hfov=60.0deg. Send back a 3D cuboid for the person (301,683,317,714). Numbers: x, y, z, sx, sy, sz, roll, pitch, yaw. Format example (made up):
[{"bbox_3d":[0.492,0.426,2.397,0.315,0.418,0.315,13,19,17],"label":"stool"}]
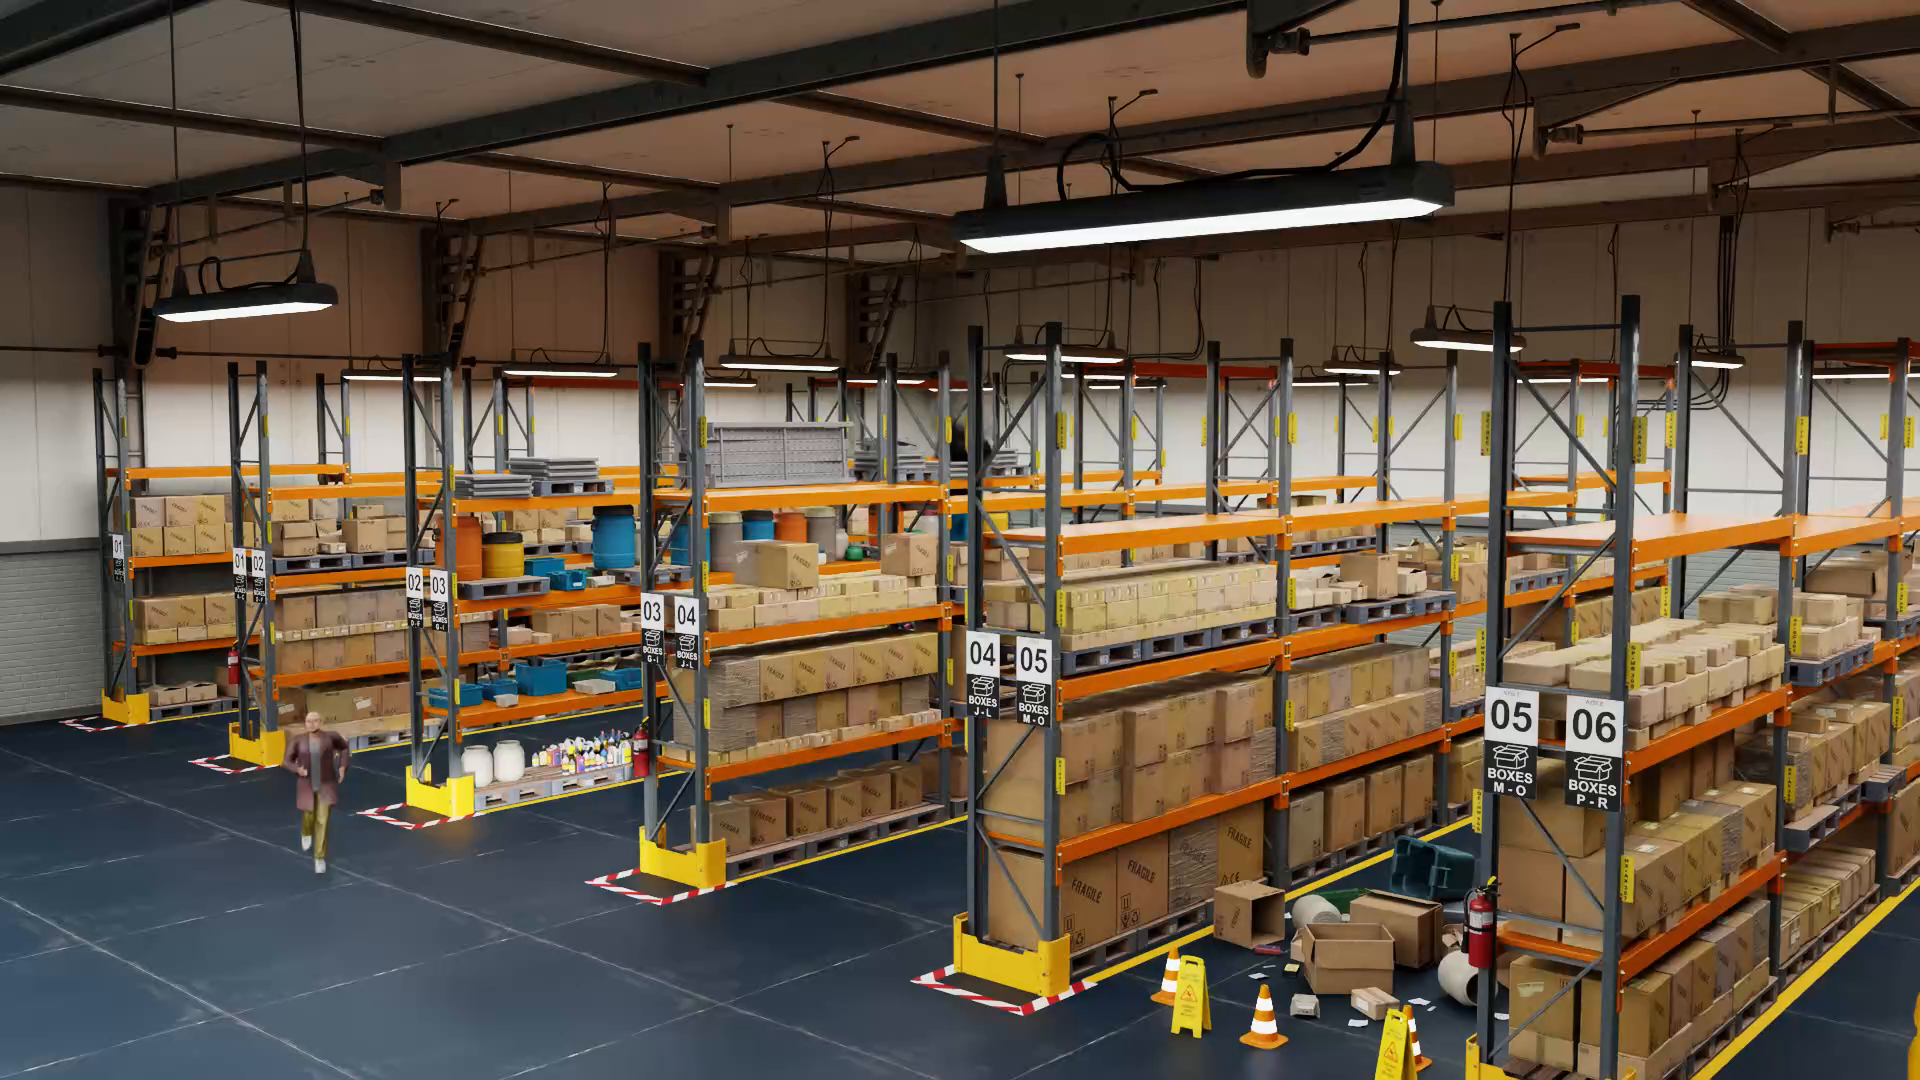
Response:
[{"bbox_3d":[-10.714,2.331,27.369,0.539,1.602,0.872,3,5,38],"label":"person"}]

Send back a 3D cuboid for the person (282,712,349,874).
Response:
[{"bbox_3d":[-7.444,2.863,19.249,0.718,1.791,1.044,-1,4,-18],"label":"person"}]
